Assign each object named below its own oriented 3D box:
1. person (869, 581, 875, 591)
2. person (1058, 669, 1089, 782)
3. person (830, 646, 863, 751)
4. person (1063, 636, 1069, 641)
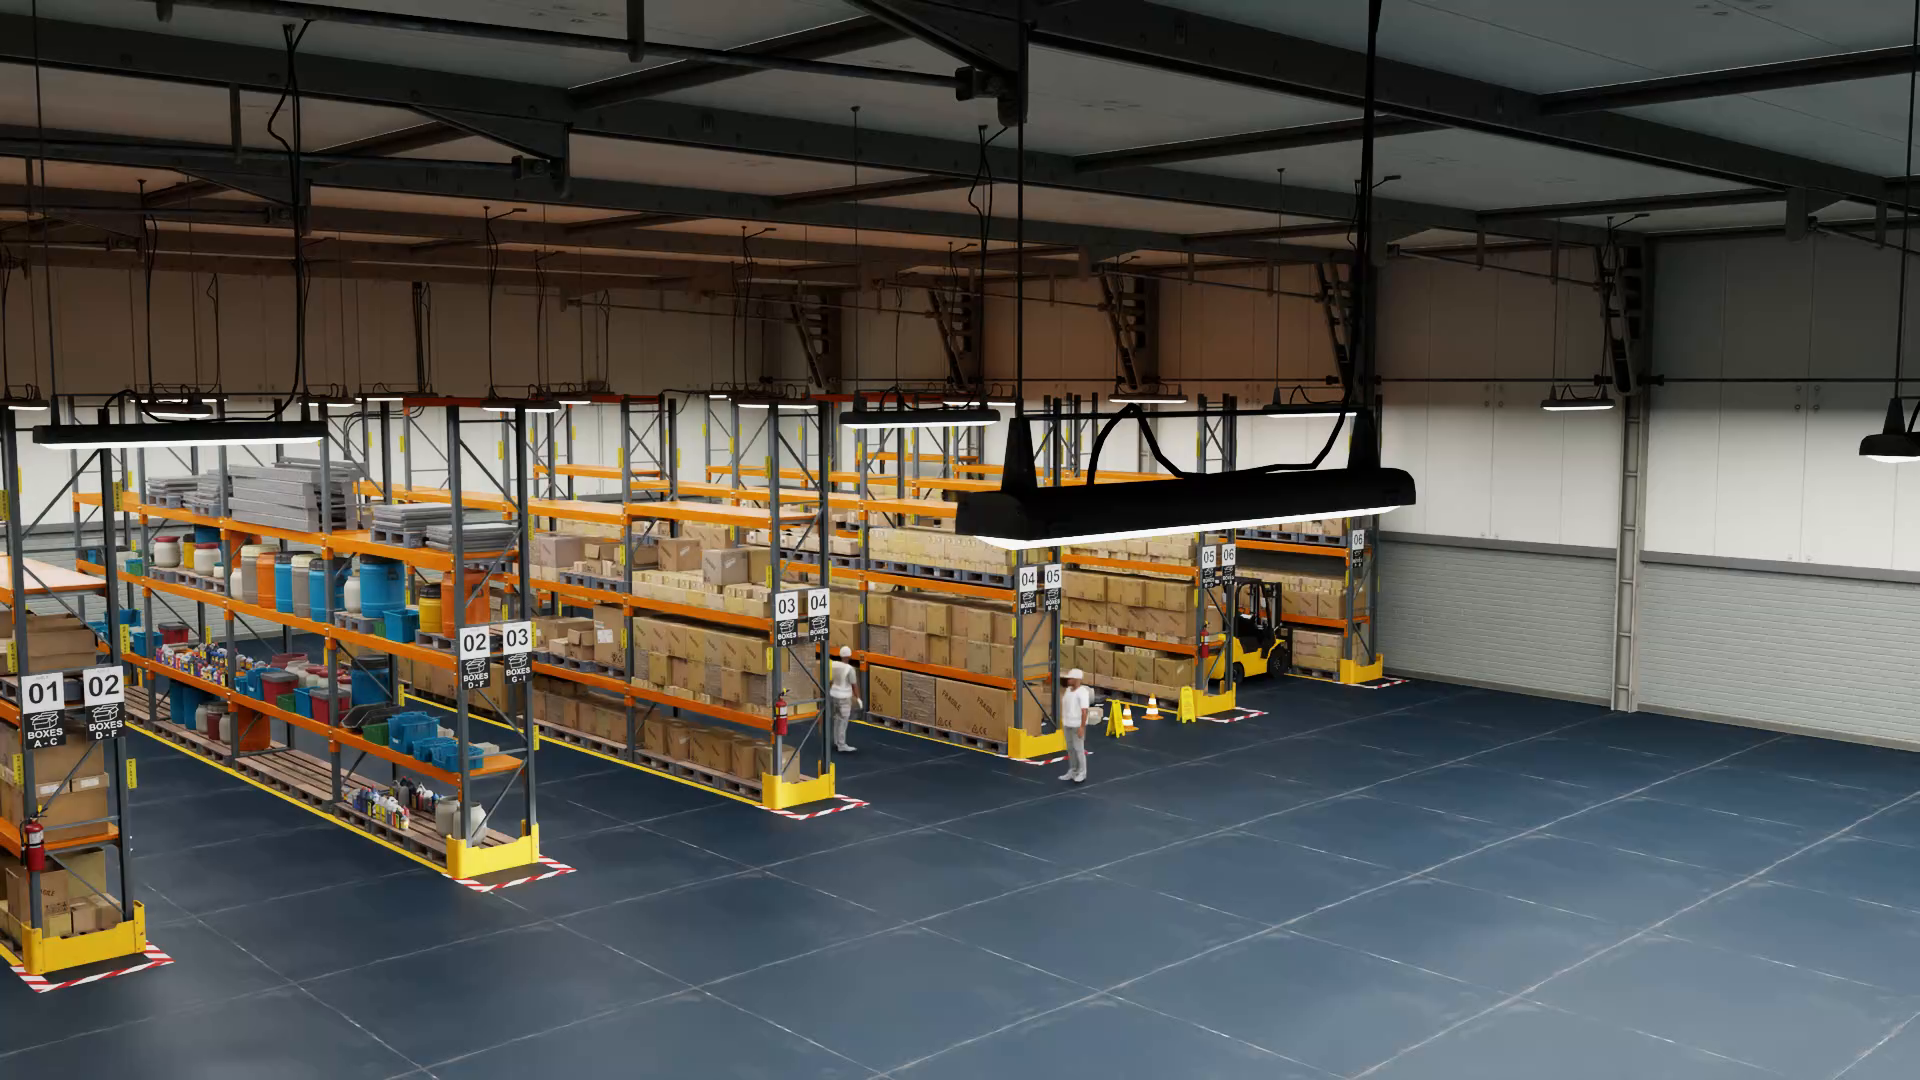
[{"bbox_3d":[-1.914,1.770,35.188,0.574,1.834,0.420,-4,7,-34],"label":"person"},{"bbox_3d":[1.812,2.920,26.233,0.360,1.782,0.631,-4,7,-33],"label":"person"},{"bbox_3d":[-1.995,2.711,28.447,0.480,1.825,0.662,-4,7,-36],"label":"person"},{"bbox_3d":[2.611,1.529,38.189,0.720,1.703,0.558,4,7,37],"label":"person"}]
